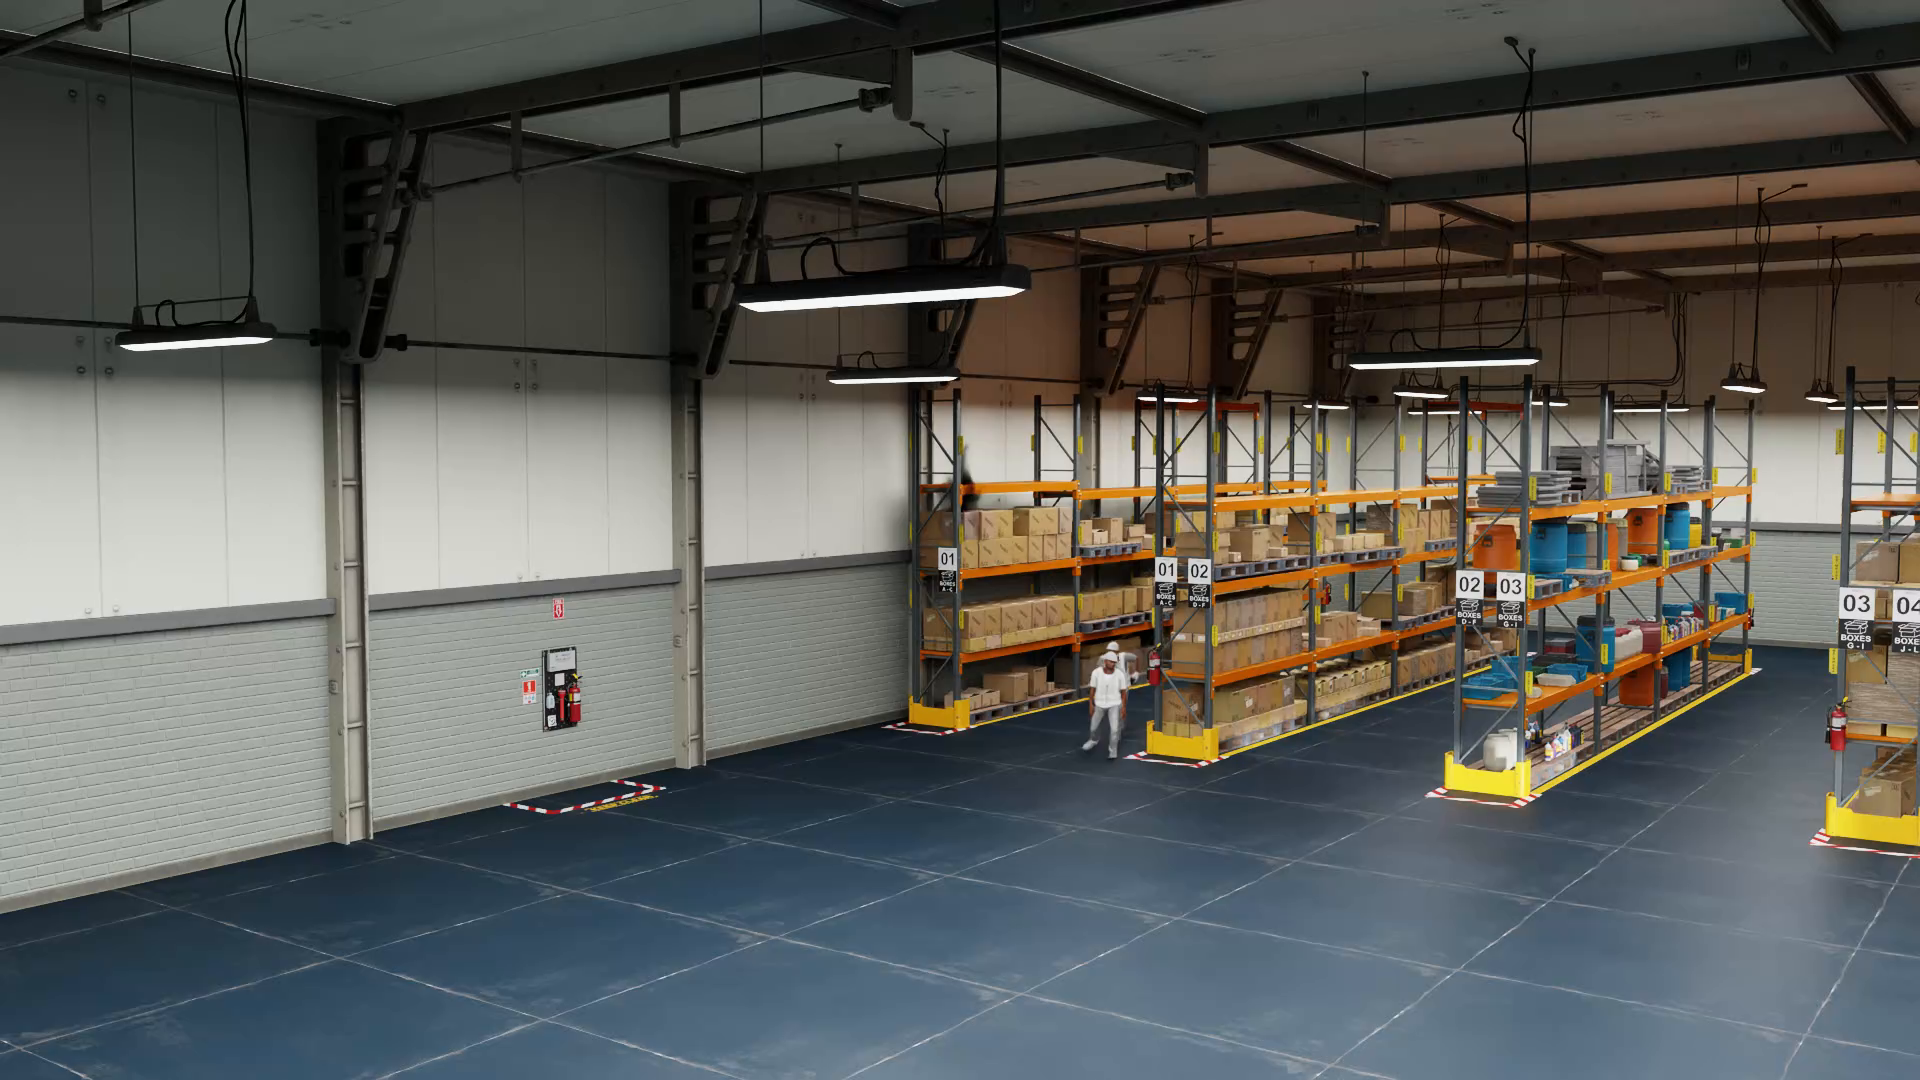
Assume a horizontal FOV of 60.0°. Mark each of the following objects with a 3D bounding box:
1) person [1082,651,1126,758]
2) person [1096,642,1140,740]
[{"bbox_3d":[2.311,2.616,26.661,0.722,1.715,0.648,0,3,9],"label":"person"},{"bbox_3d":[2.713,2.563,28.449,0.737,1.733,1.001,1,3,17],"label":"person"}]
